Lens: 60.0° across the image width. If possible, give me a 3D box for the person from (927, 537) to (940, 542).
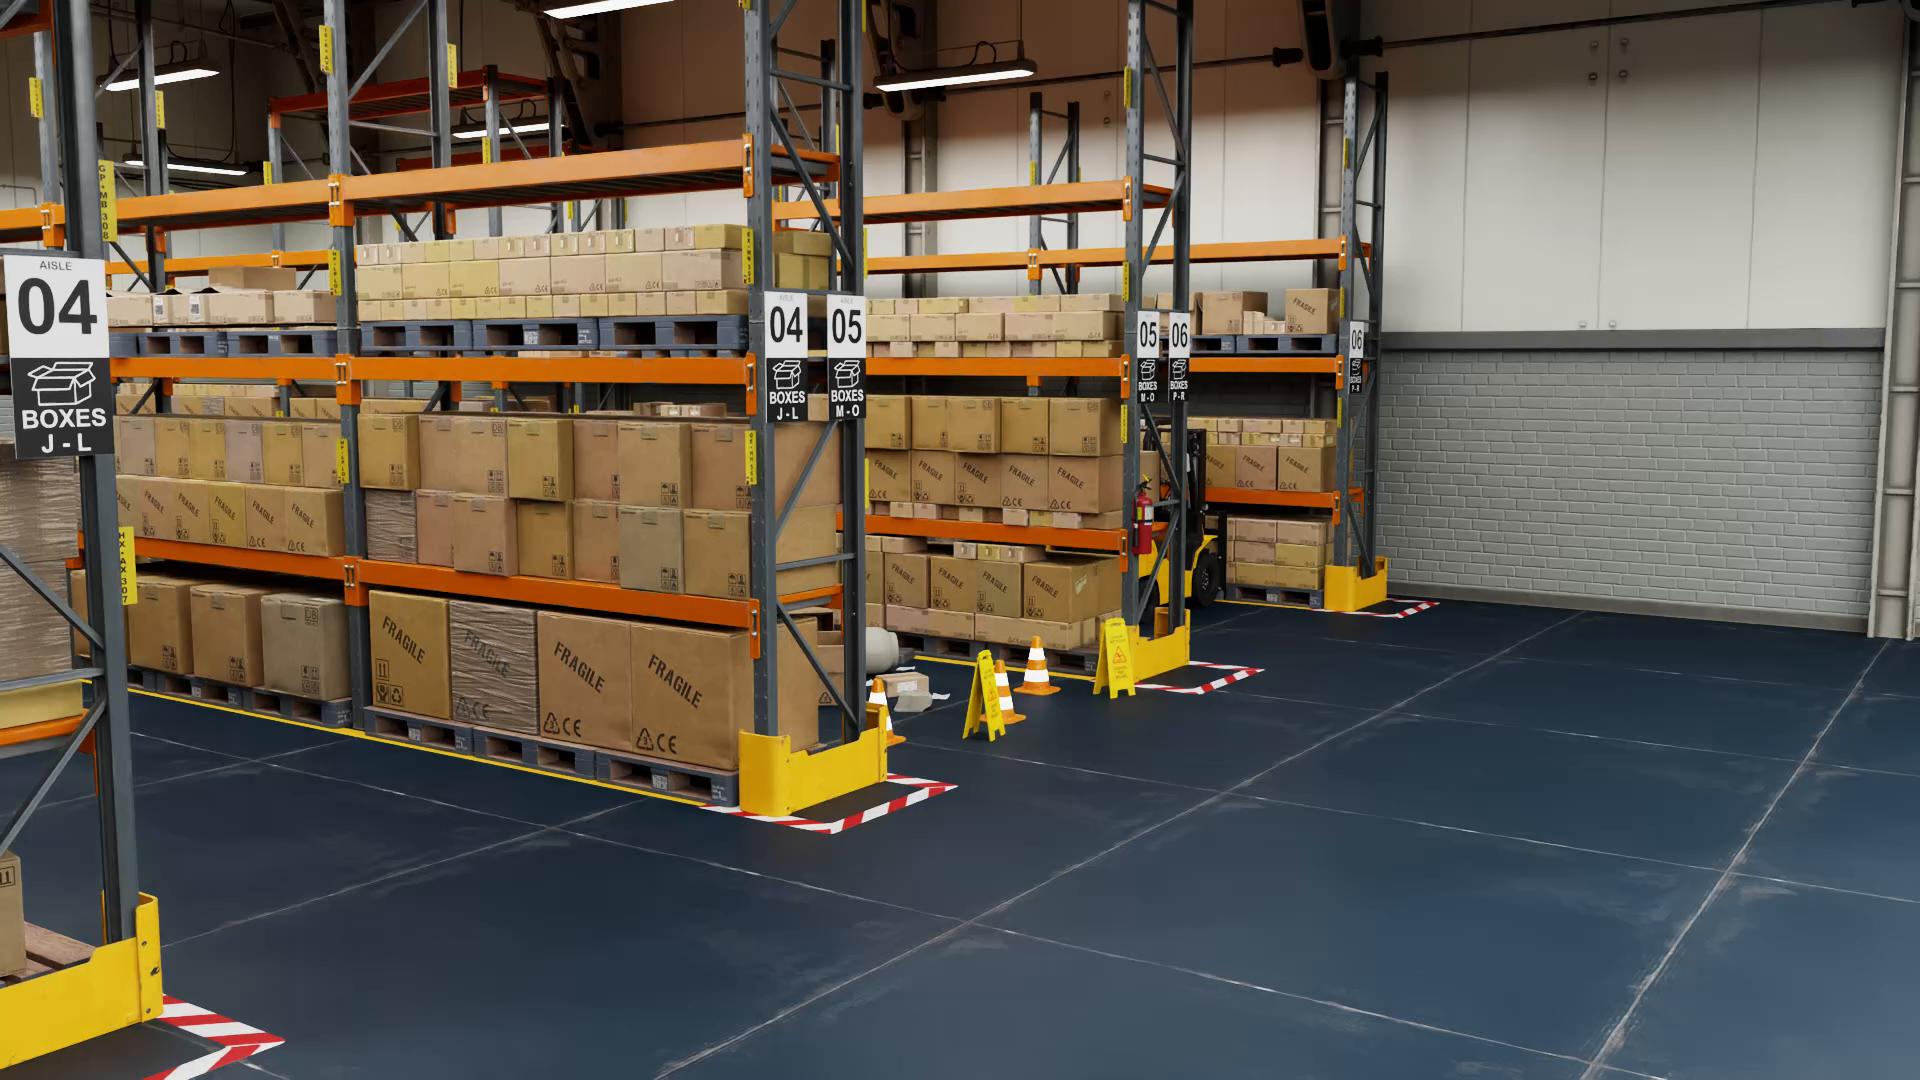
[{"bbox_3d":[-0.381,-0.080,18.095,0.376,1.777,0.571,0,6,3],"label":"person"}]
